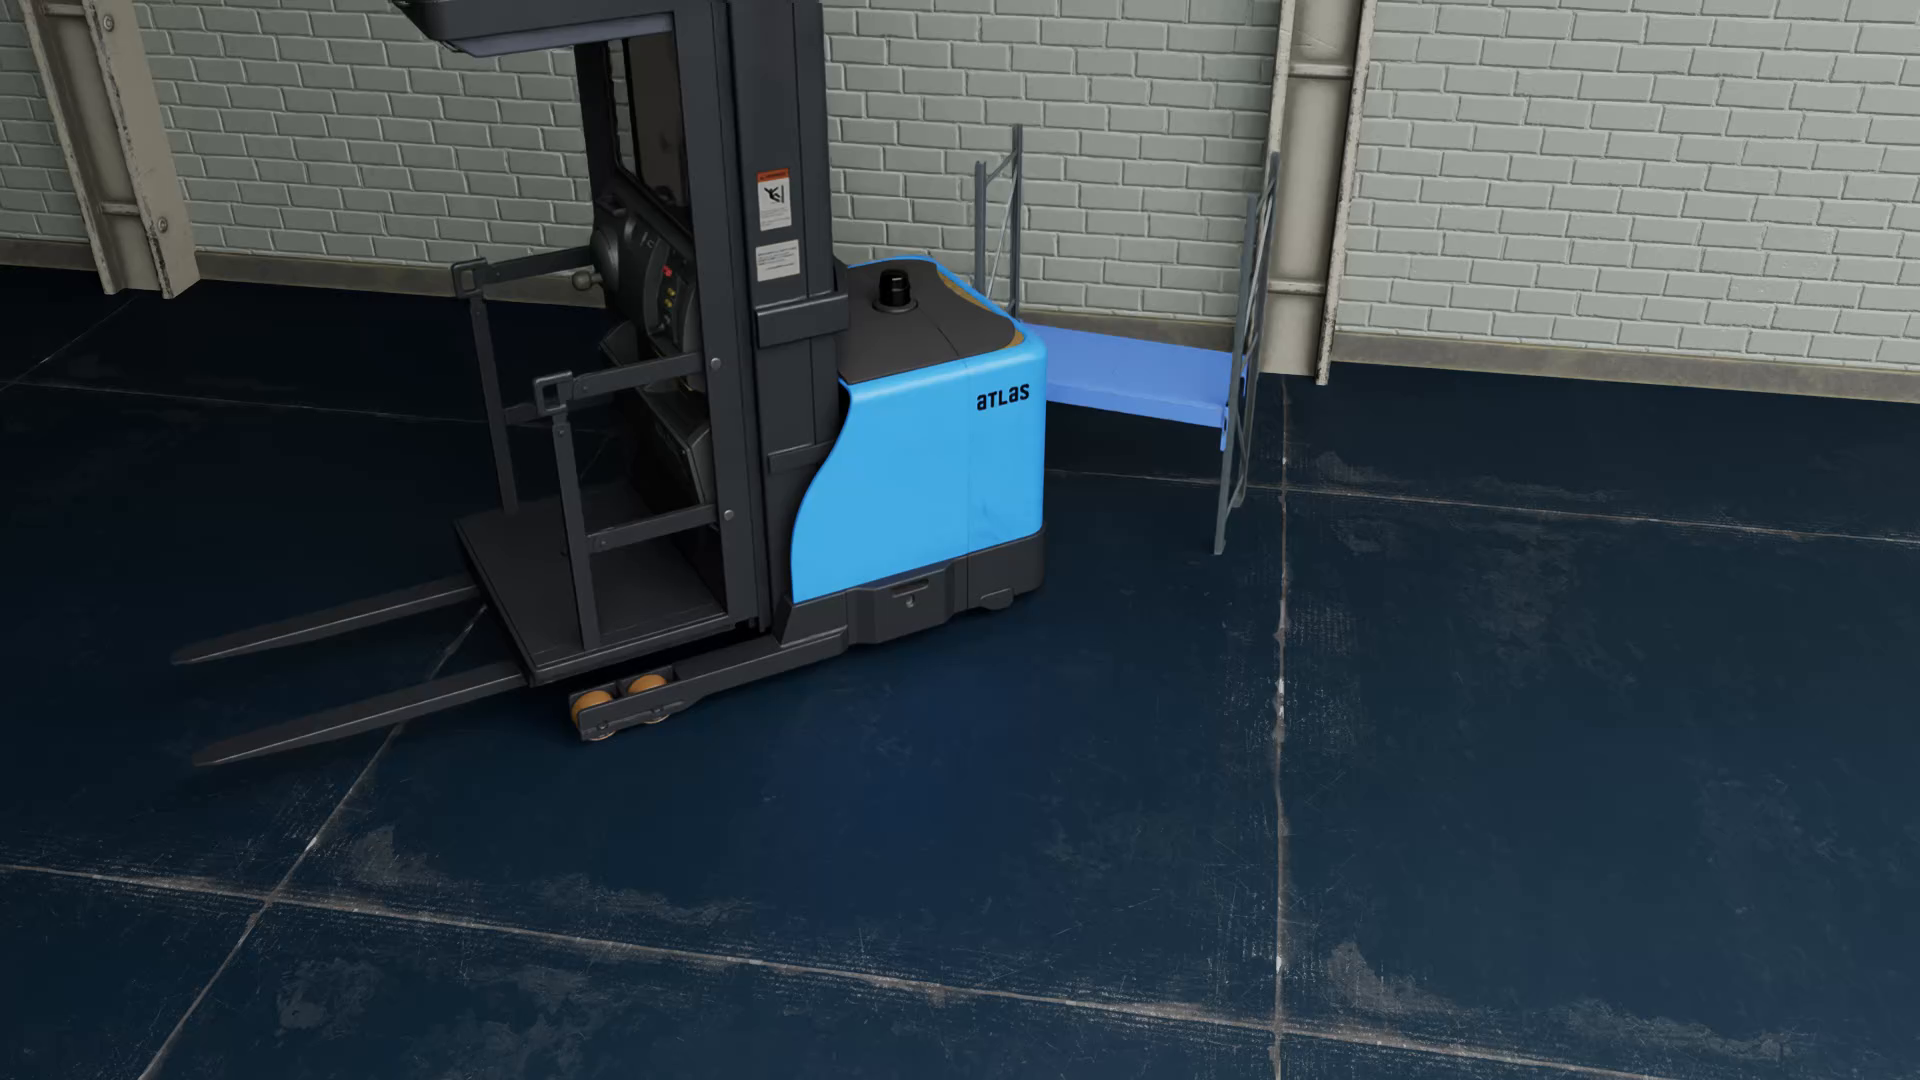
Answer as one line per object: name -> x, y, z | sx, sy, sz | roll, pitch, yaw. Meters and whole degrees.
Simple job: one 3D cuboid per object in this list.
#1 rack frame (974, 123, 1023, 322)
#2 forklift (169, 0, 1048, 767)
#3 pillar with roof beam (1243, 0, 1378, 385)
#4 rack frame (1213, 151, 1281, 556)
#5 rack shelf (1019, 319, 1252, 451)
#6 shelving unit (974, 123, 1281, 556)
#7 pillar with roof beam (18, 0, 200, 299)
rack frame -> 0.151, -0.878, 6.739 | 0.032, 1.500, 0.500 | 10, 34, 16
forklift -> -1.221, -0.881, 5.396 | 3.031, 2.935, 1.130 | -16, 35, -24
pillar with roof beam -> 0.858, -2.399, 2.101 | 0.400, 9.000, 9.100 | 5, 32, 8
rack frame -> 1.111, -0.700, 6.455 | 0.032, 1.500, 0.500 | 10, 34, 16
rack shelf -> 0.631, -0.637, 6.693 | 1.000, 0.185, 0.538 | 10, 34, 16
shelving unit -> 0.631, -0.789, 6.597 | 1.048, 1.500, 0.538 | 10, 34, 16
pillar with roof beam -> -5.056, -2.935, 2.957 | 0.400, 9.000, 9.100 | 5, 32, 8
